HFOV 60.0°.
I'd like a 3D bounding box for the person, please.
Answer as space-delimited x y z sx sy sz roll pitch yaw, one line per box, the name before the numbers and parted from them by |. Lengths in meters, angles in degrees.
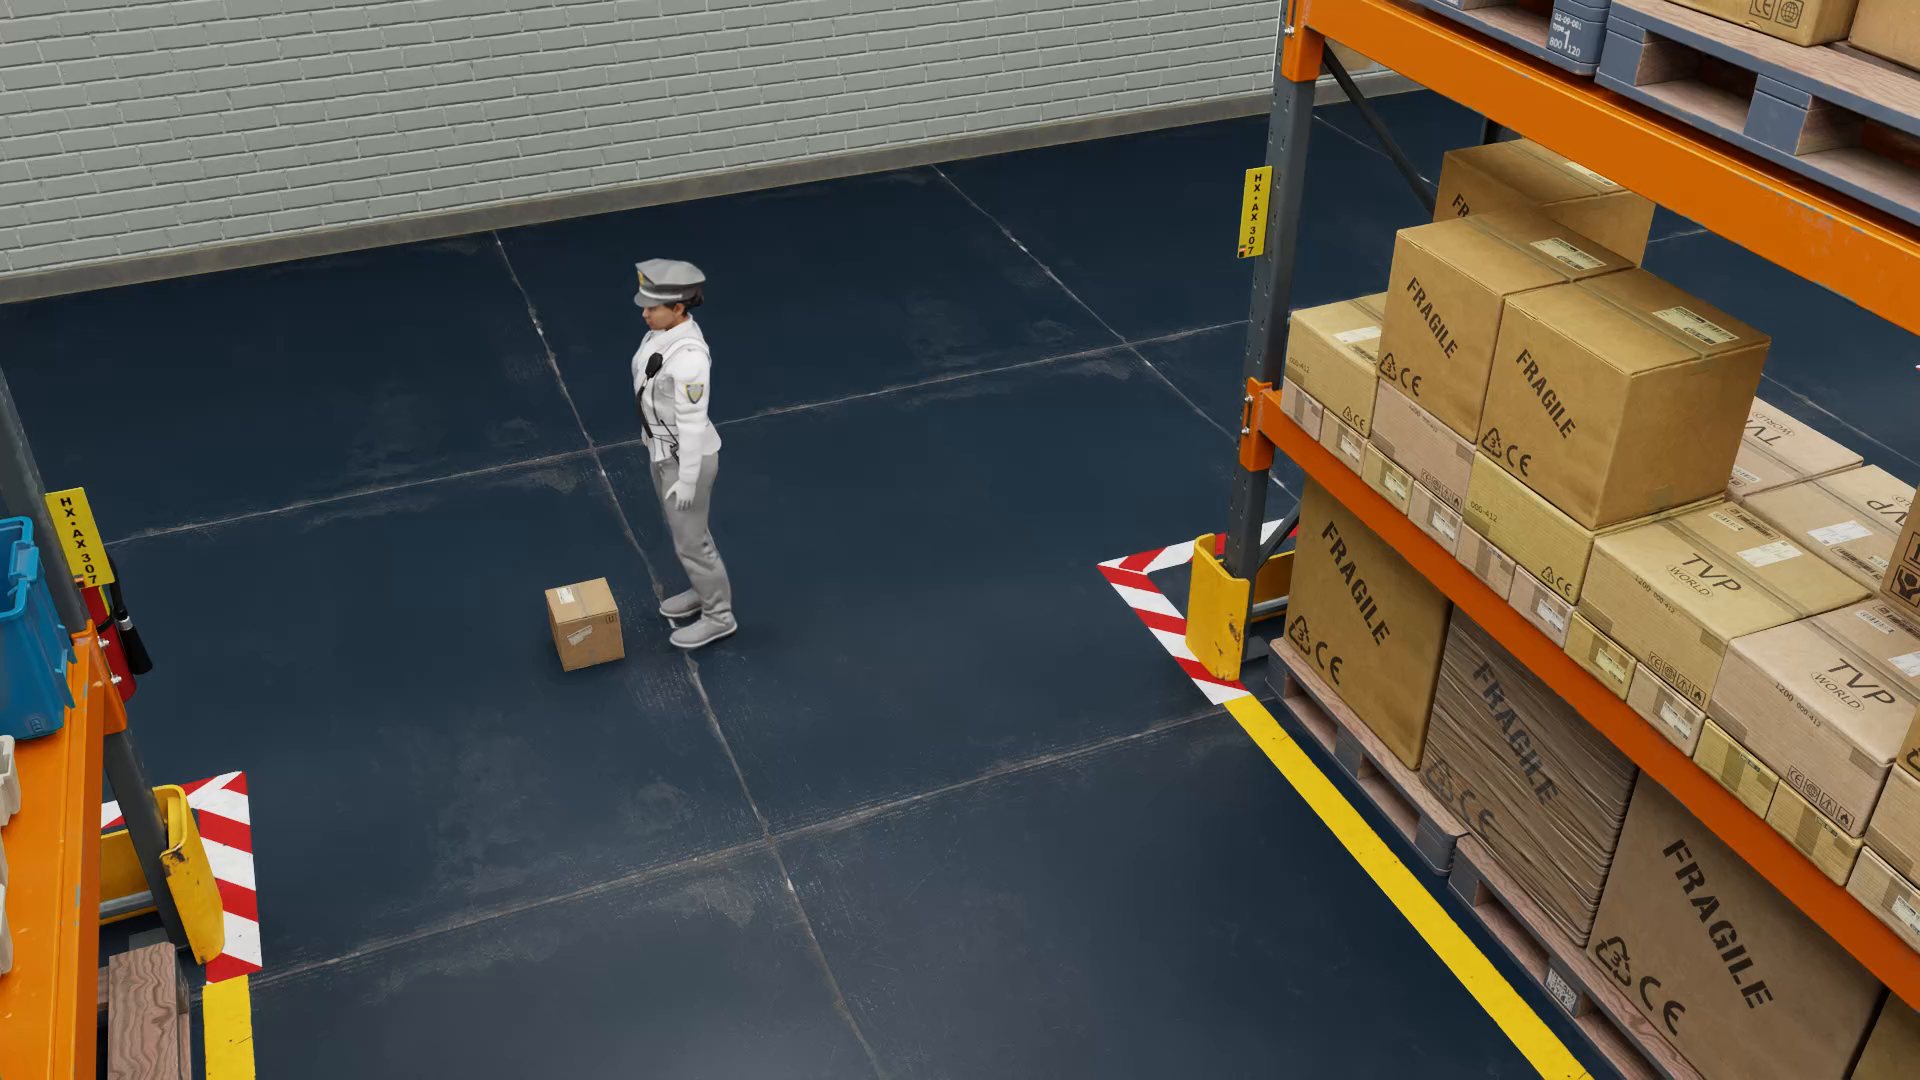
person | -1.118 -0.328 6.631 0.329 1.669 0.468 -12 36 -18
